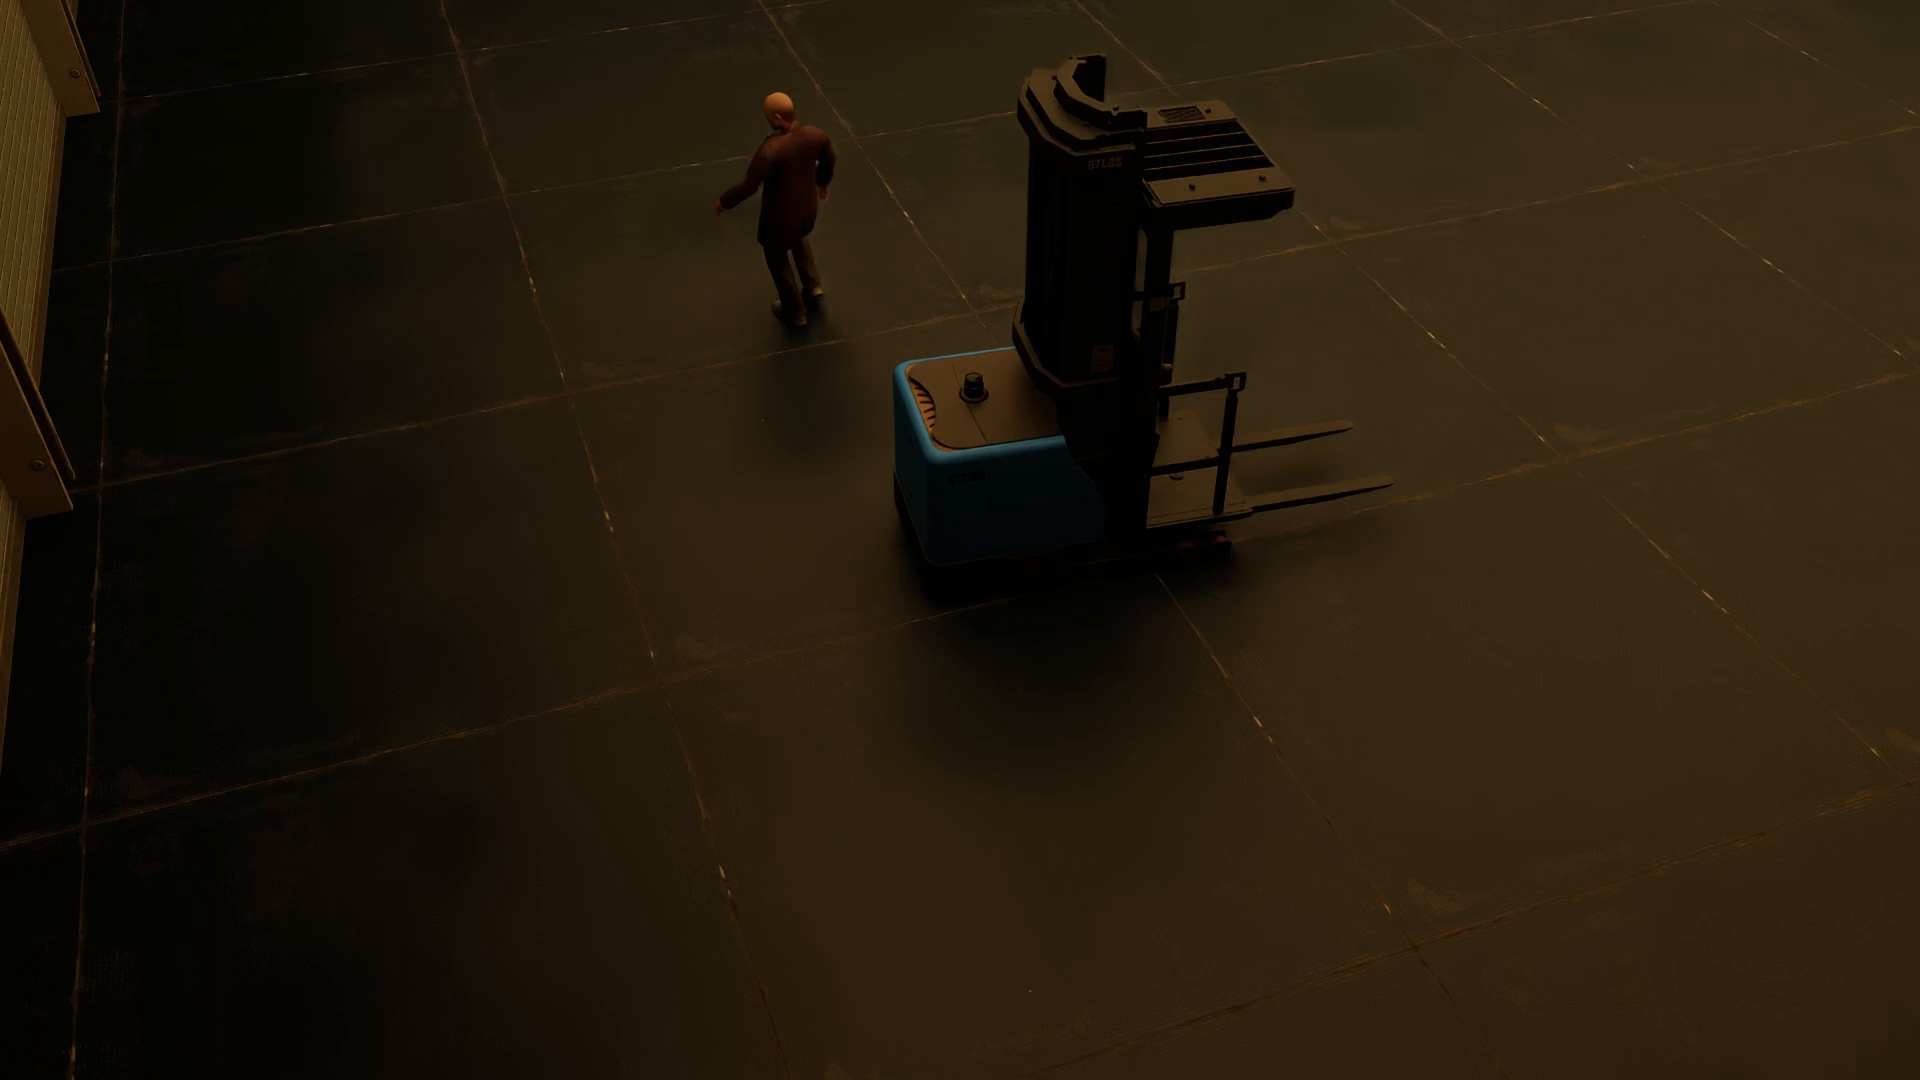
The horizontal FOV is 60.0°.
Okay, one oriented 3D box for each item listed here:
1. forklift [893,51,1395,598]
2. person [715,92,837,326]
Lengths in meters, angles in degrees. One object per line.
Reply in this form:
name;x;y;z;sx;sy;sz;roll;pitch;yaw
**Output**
forklift;1.162;-1.284;9.525;3.031;2.935;1.130;-9;41;-11
person;-1.250;-2.323;11.713;0.917;1.792;0.486;-26;46;-28
